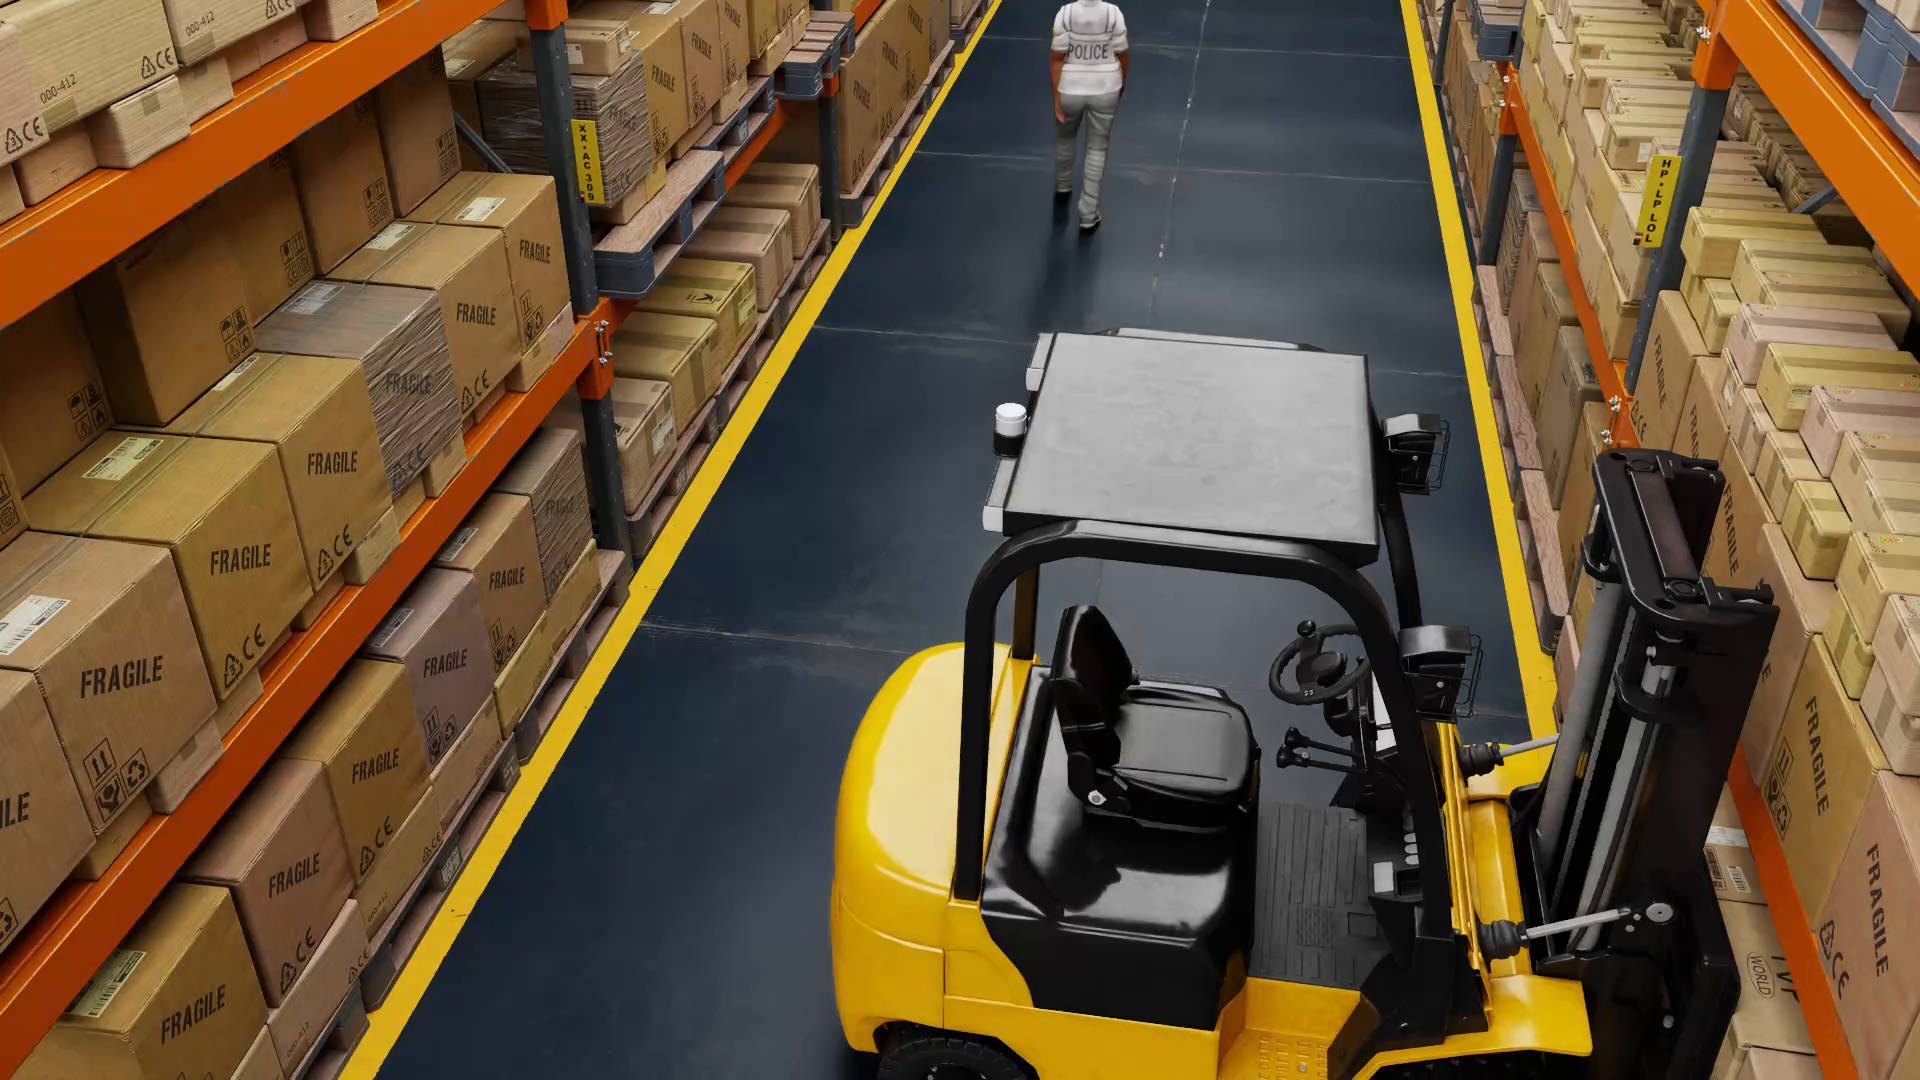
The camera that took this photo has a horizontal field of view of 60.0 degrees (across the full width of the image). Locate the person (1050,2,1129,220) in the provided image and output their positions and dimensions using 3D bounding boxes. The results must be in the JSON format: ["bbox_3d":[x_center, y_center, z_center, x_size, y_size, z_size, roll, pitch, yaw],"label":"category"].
[{"bbox_3d":[0.822,-2.905,10.589,0.490,1.555,0.729,4,33,6],"label":"person"}]
